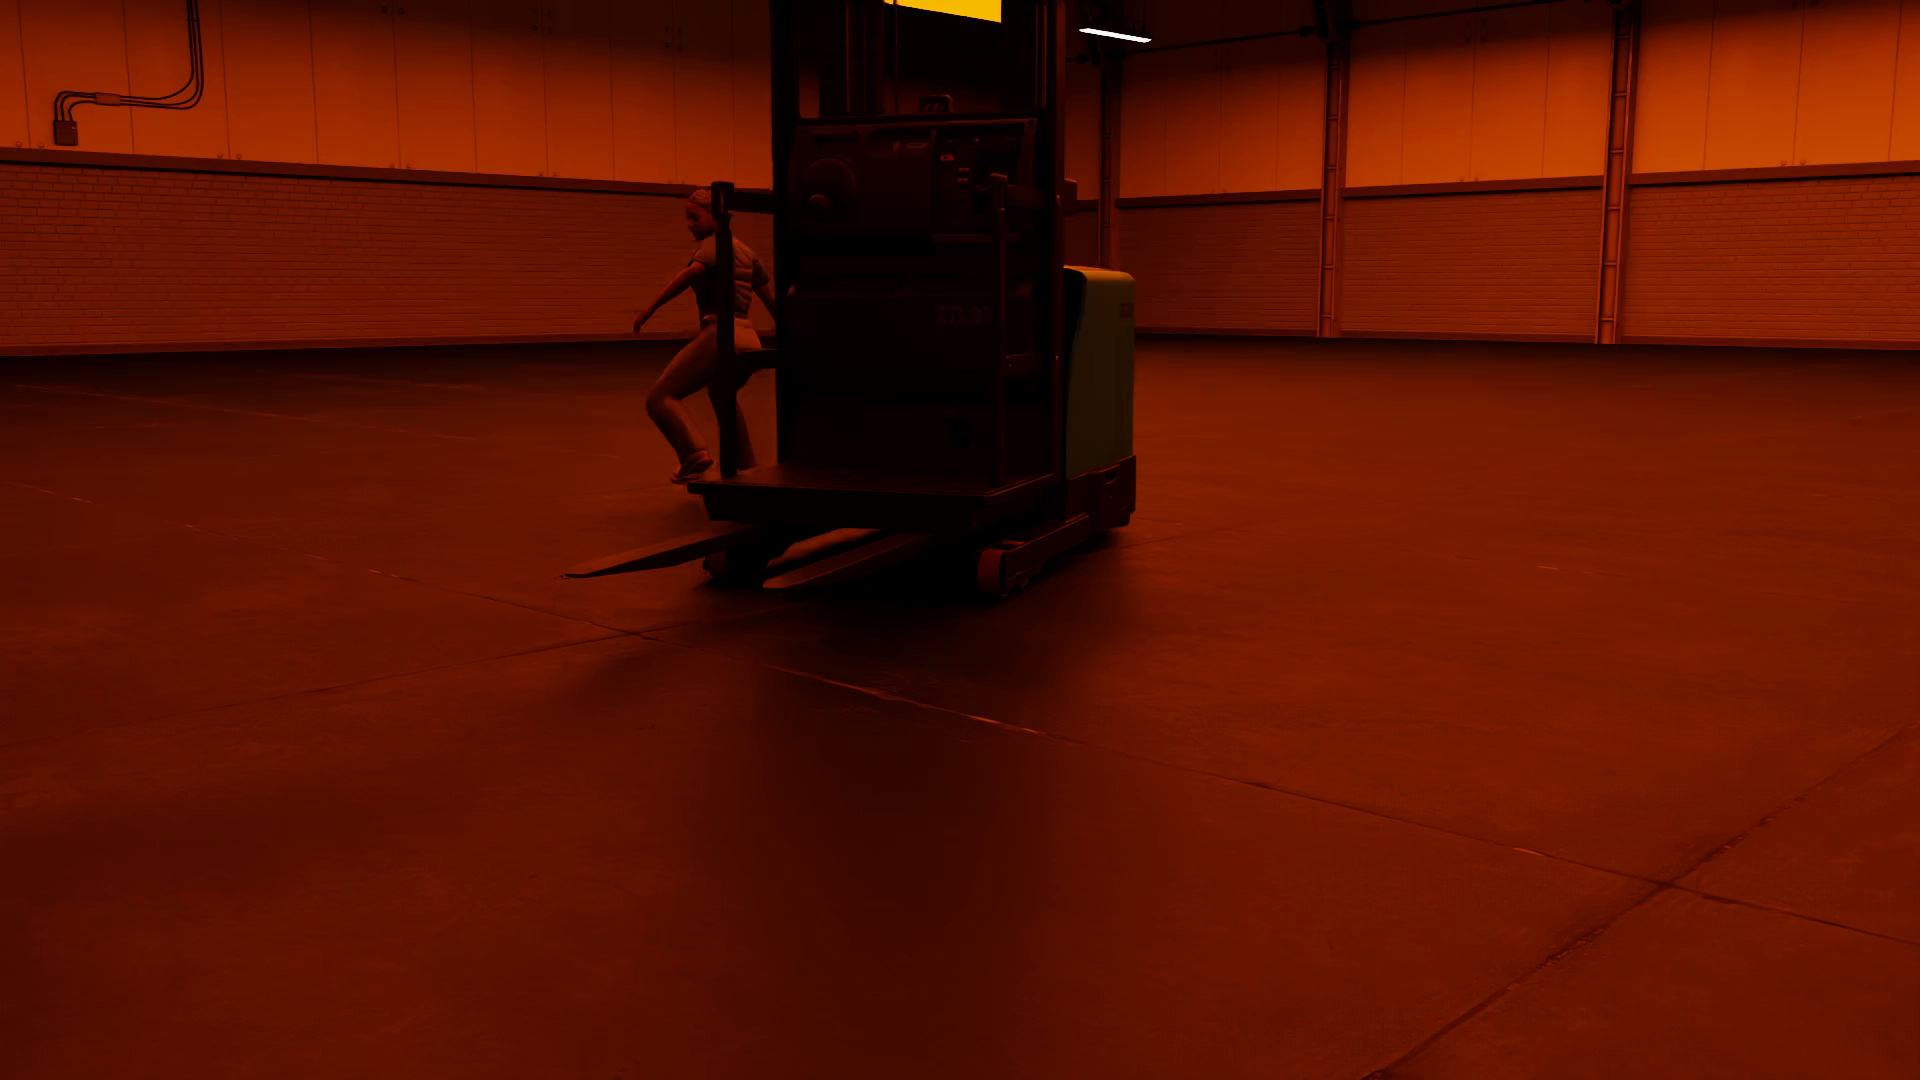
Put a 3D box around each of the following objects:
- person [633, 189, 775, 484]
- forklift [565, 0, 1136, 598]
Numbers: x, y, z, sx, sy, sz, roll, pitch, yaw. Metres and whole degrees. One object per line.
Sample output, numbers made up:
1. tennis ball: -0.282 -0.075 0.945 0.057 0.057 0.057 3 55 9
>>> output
1. person: -1.180 -0.963 8.341 0.500 1.565 1.109 4 10 26
2. forklift: -0.249 -1.328 5.692 1.130 2.935 3.031 3 9 20
